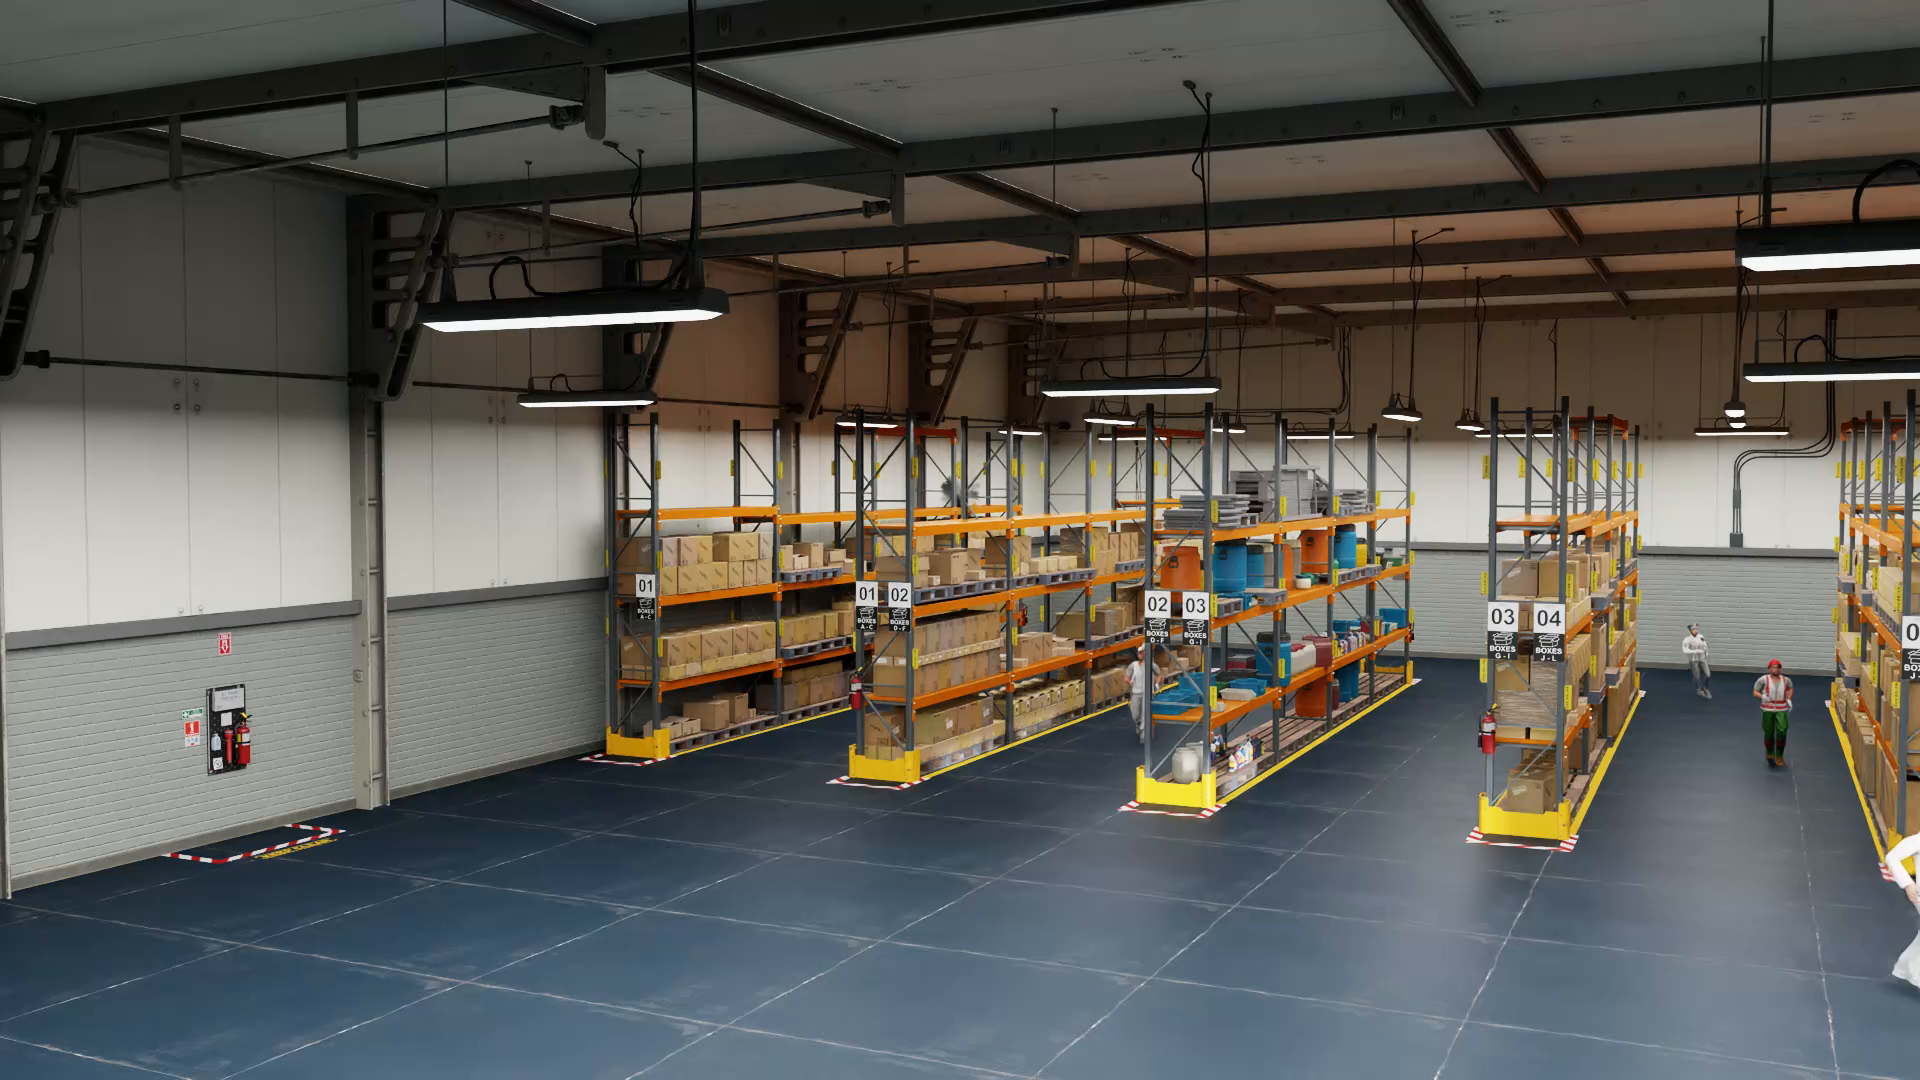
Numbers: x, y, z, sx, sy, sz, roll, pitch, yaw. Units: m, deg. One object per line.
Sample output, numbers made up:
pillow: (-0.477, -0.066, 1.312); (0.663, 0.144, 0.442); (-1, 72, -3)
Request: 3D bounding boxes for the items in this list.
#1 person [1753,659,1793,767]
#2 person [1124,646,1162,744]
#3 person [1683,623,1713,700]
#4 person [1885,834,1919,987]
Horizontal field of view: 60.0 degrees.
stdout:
person: (13.807, 2.933, 28.227); (0.635, 1.825, 0.749); (1, 3, 21)
person: (3.354, 2.832, 30.536); (0.671, 1.764, 0.901); (0, 2, 11)
person: (16.130, 2.658, 36.454); (0.656, 1.712, 0.649); (0, 2, 1)
person: (9.249, 3.453, 15.785); (0.671, 1.823, 0.798); (-2, 3, -34)
